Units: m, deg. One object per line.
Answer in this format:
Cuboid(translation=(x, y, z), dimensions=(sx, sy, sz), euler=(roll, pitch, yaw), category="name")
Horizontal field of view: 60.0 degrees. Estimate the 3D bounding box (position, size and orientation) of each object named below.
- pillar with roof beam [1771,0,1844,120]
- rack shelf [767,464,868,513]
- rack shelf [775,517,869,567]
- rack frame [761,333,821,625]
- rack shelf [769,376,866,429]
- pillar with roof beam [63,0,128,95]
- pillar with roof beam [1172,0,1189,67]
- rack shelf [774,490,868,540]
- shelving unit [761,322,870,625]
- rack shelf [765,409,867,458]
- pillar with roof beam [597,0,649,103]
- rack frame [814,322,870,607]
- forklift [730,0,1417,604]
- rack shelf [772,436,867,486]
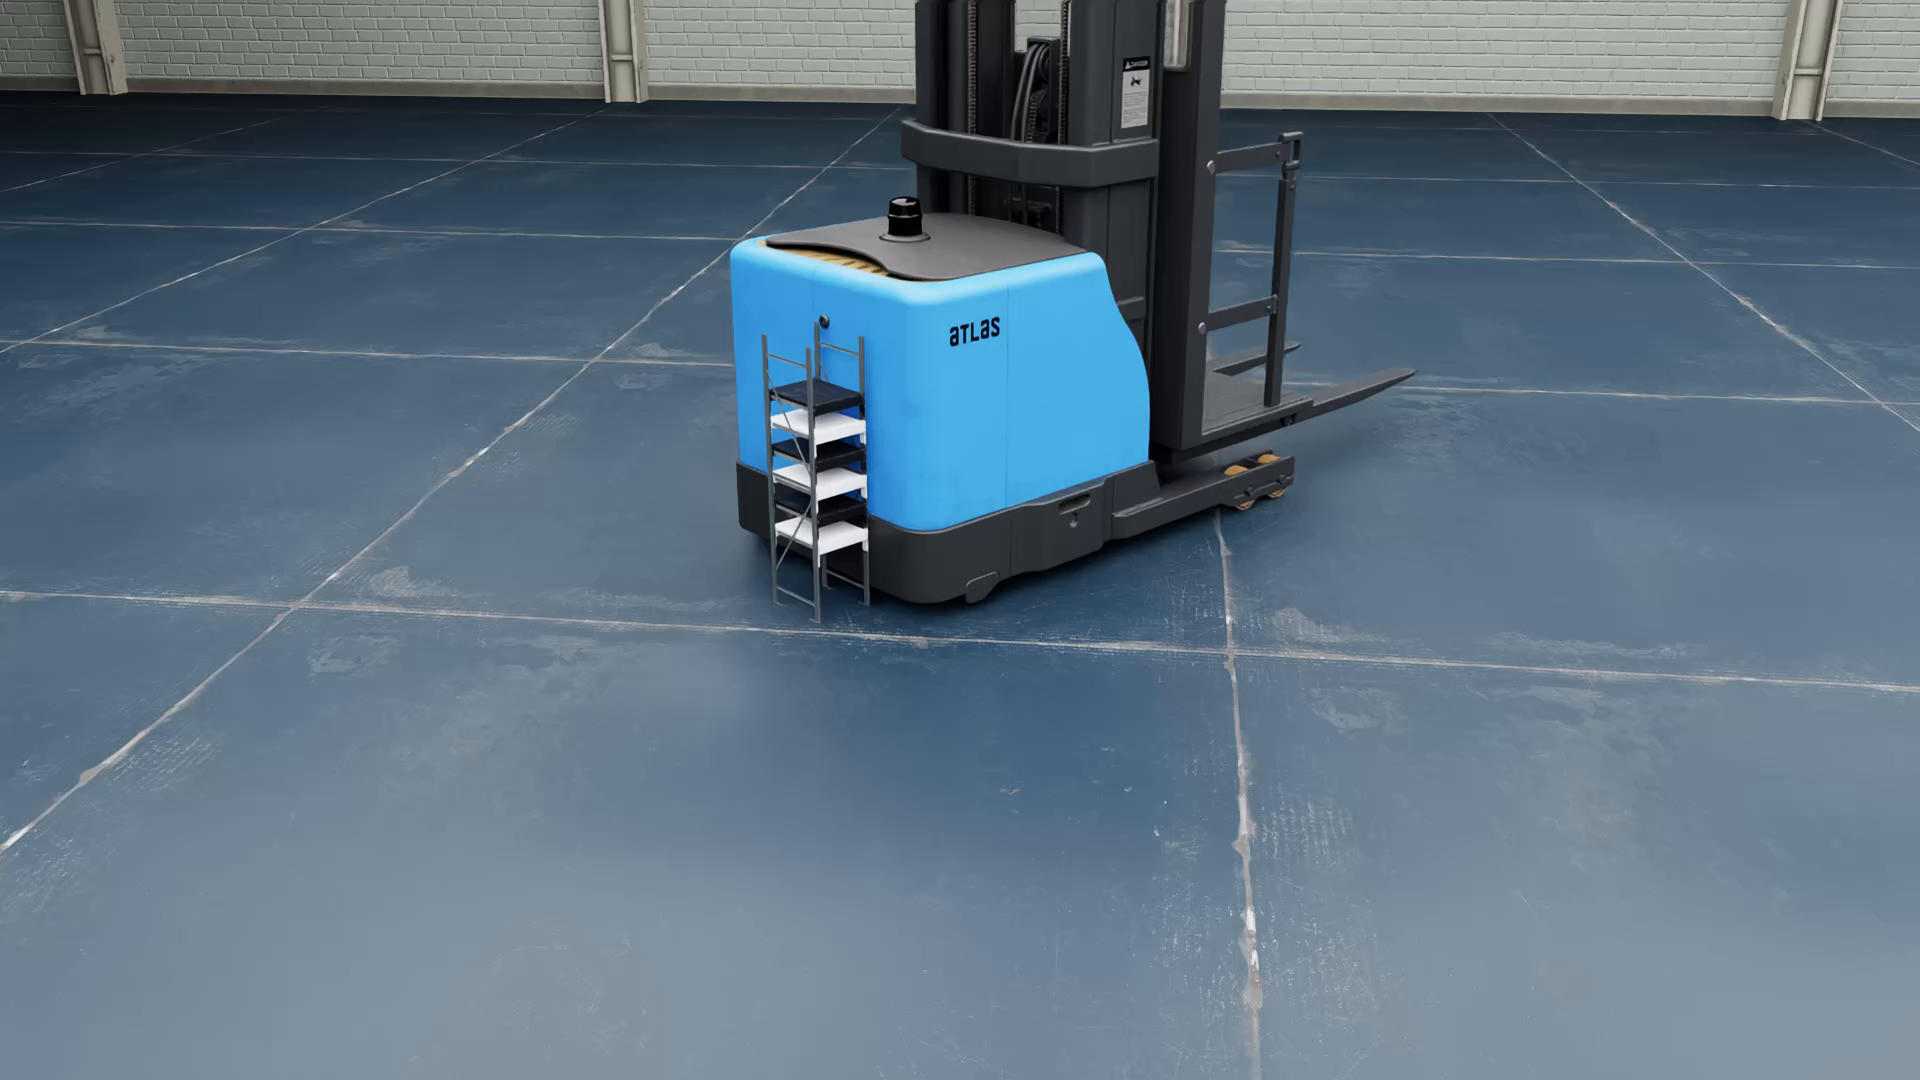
Cuboid(translation=(7.829, -6.822, 10.956), dimensions=(0.400, 9.000, 9.100), euler=(2, 22, 6), category="pillar with roof beam")
Cuboid(translation=(-0.450, -0.177, 5.253), dimensions=(0.200, 0.077, 0.258), euler=(-19, 28, -39), category="rack shelf")
Cuboid(translation=(-0.450, -0.009, 5.319), dimensions=(0.200, 0.077, 0.258), euler=(-19, 28, -39), category="rack shelf")
Cuboid(translation=(-0.525, -0.182, 5.176), dimensions=(0.006, 0.900, 0.240), euler=(-19, 28, -39), category="rack frame")
Cuboid(translation=(-0.450, -0.428, 5.154), dimensions=(0.200, 0.077, 0.258), euler=(-19, 28, -39), category="rack shelf")
Cuboid(translation=(-10.046, -7.601, 12.926), dimensions=(0.400, 9.000, 9.100), euler=(2, 22, 6), category="pillar with roof beam")
Cuboid(translation=(1.871, -7.082, 11.613), dimensions=(0.400, 9.000, 9.100), euler=(2, 22, 6), category="pillar with roof beam")
Cuboid(translation=(-0.450, -0.093, 5.286), dimensions=(0.200, 0.077, 0.258), euler=(-19, 28, -39), category="rack shelf")
Cuboid(translation=(-0.450, -0.208, 5.241), dimensions=(0.210, 0.900, 0.258), euler=(-19, 28, -39), category="shelving unit")
Cuboid(translation=(-0.450, -0.344, 5.187), dimensions=(0.200, 0.077, 0.258), euler=(-19, 28, -39), category="rack shelf")
Cuboid(translation=(-4.087, -7.341, 12.269), dimensions=(0.400, 9.000, 9.100), euler=(2, 22, 6), category="pillar with roof beam")
Cuboid(translation=(-0.376, -0.233, 5.305), dimensions=(0.006, 0.900, 0.240), euler=(-19, 28, -39), category="rack frame")
Cuboid(translation=(0.639, -1.599, 5.998), dimensions=(3.031, 2.935, 1.130), euler=(-19, 28, -39), category="forklift")
Cuboid(translation=(-0.450, -0.260, 5.220), dimensions=(0.200, 0.077, 0.258), euler=(-19, 28, -39), category="rack shelf")
